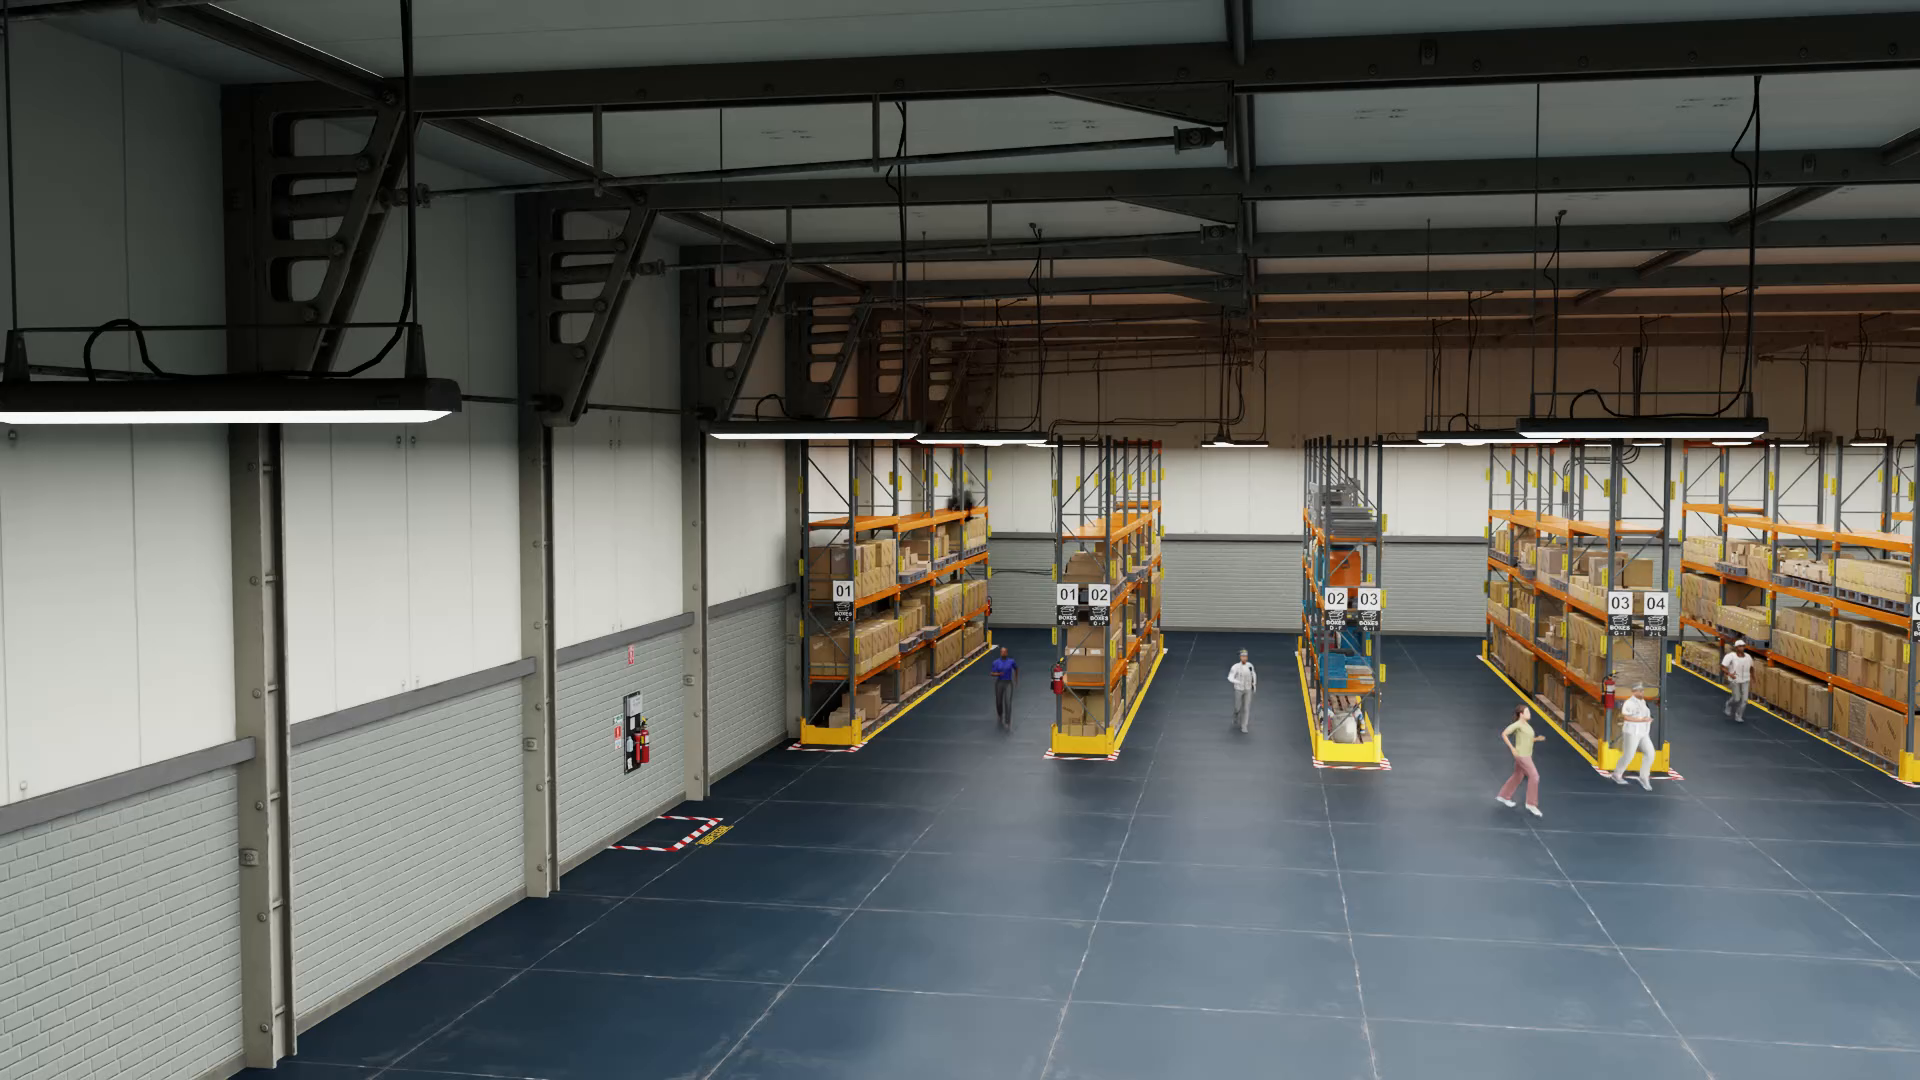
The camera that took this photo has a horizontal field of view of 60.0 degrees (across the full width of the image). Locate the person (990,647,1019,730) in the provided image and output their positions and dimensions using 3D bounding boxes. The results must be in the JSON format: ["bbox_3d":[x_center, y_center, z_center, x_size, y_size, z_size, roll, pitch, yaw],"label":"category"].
[{"bbox_3d":[0.918,3.030,34.304,0.580,1.637,0.925,0,3,2],"label":"person"}]

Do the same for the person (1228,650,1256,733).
[{"bbox_3d":[5.758,3.051,33.872,0.620,1.669,0.738,0,3,-5],"label":"person"}]

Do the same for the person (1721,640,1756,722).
[{"bbox_3d":[16.416,2.962,35.070,0.695,1.720,0.596,0,3,0],"label":"person"}]

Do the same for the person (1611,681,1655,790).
[{"bbox_3d":[11.464,3.321,28.219,0.658,1.862,0.711,-2,4,-33],"label":"person"}]

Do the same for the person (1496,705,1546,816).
[{"bbox_3d":[8.864,3.458,26.297,0.756,1.726,0.550,2,4,32],"label":"person"}]
